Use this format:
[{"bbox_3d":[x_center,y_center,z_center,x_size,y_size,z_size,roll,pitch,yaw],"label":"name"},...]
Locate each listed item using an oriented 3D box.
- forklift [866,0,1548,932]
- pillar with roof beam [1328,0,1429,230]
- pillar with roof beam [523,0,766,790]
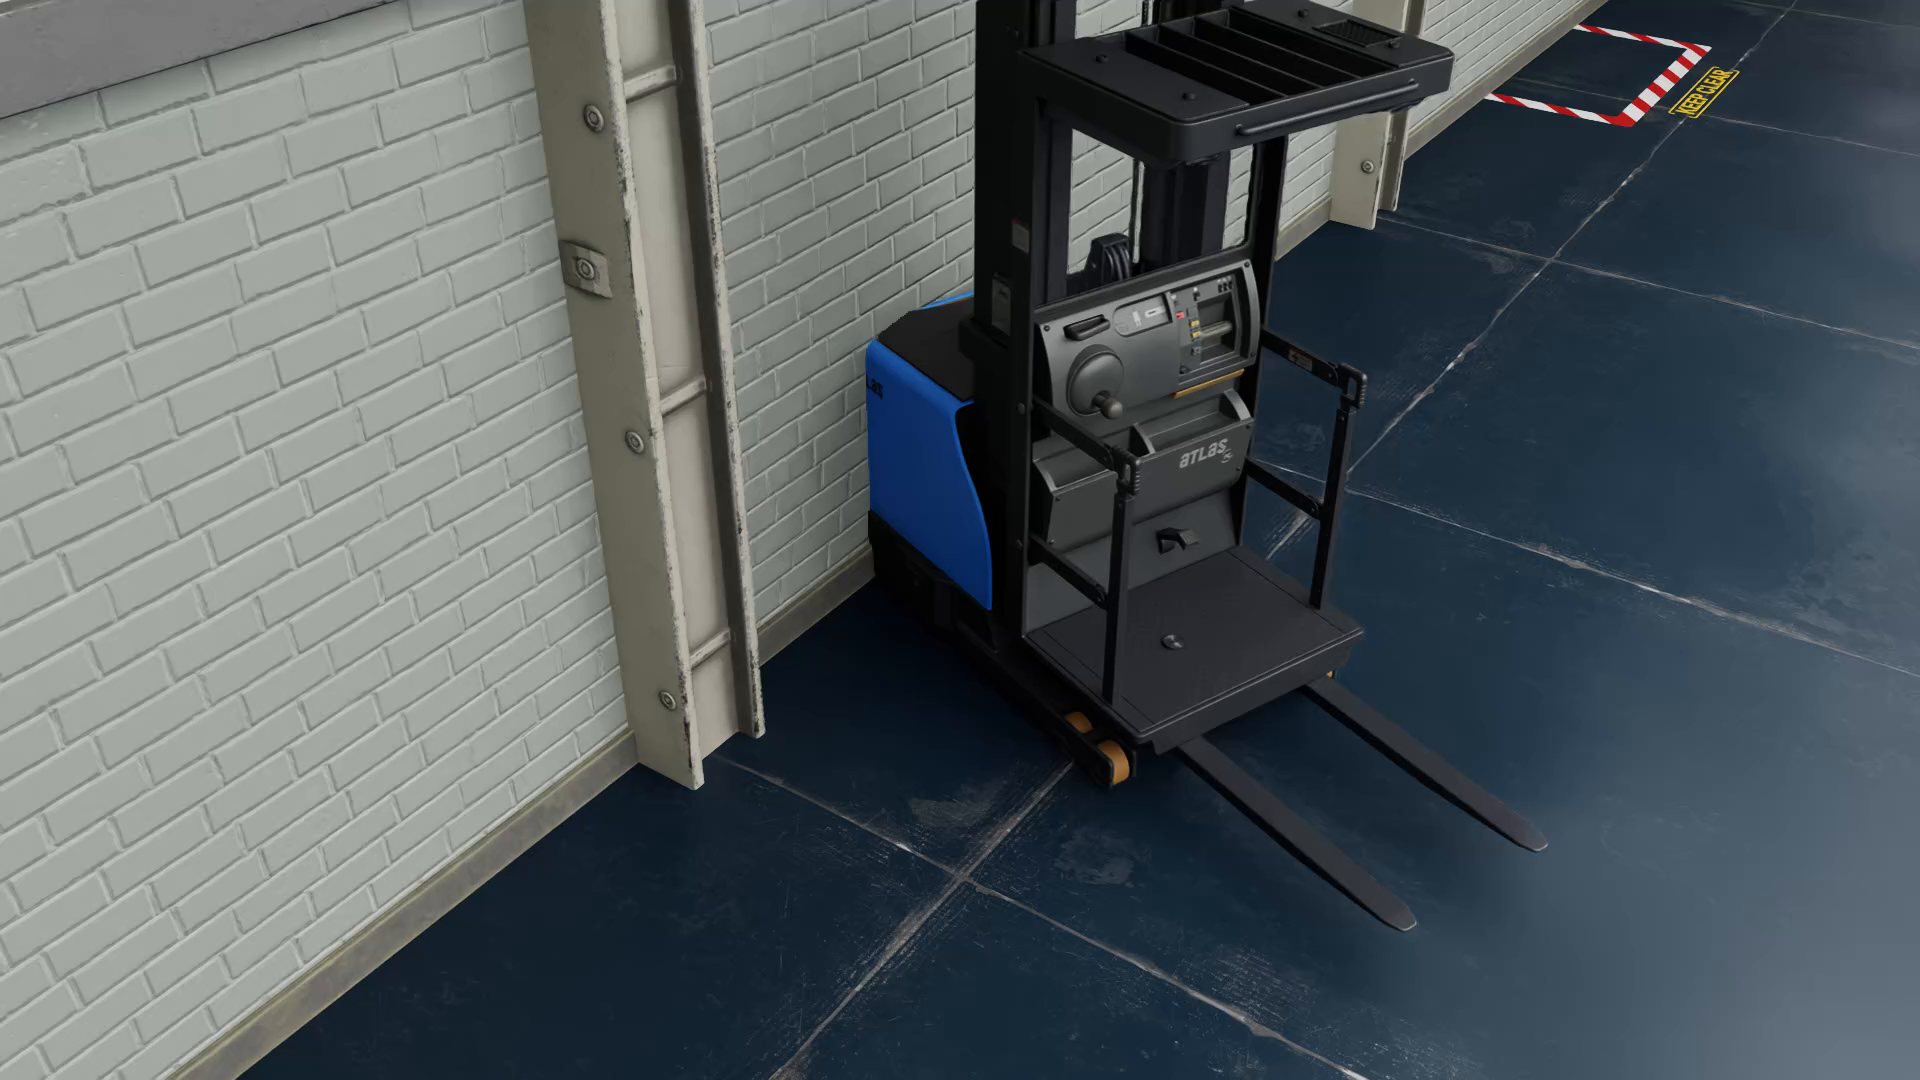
[{"bbox_3d":[0.785,-0.639,5.578,1.130,2.935,3.031,-21,39,-28],"label":"forklift"},{"bbox_3d":[5.998,-4.360,5.664,9.100,9.000,0.400,21,39,28],"label":"pillar with roof beam"},{"bbox_3d":[2.577,-1.599,1.581,9.100,9.000,0.400,21,39,28],"label":"pillar with roof beam"}]
